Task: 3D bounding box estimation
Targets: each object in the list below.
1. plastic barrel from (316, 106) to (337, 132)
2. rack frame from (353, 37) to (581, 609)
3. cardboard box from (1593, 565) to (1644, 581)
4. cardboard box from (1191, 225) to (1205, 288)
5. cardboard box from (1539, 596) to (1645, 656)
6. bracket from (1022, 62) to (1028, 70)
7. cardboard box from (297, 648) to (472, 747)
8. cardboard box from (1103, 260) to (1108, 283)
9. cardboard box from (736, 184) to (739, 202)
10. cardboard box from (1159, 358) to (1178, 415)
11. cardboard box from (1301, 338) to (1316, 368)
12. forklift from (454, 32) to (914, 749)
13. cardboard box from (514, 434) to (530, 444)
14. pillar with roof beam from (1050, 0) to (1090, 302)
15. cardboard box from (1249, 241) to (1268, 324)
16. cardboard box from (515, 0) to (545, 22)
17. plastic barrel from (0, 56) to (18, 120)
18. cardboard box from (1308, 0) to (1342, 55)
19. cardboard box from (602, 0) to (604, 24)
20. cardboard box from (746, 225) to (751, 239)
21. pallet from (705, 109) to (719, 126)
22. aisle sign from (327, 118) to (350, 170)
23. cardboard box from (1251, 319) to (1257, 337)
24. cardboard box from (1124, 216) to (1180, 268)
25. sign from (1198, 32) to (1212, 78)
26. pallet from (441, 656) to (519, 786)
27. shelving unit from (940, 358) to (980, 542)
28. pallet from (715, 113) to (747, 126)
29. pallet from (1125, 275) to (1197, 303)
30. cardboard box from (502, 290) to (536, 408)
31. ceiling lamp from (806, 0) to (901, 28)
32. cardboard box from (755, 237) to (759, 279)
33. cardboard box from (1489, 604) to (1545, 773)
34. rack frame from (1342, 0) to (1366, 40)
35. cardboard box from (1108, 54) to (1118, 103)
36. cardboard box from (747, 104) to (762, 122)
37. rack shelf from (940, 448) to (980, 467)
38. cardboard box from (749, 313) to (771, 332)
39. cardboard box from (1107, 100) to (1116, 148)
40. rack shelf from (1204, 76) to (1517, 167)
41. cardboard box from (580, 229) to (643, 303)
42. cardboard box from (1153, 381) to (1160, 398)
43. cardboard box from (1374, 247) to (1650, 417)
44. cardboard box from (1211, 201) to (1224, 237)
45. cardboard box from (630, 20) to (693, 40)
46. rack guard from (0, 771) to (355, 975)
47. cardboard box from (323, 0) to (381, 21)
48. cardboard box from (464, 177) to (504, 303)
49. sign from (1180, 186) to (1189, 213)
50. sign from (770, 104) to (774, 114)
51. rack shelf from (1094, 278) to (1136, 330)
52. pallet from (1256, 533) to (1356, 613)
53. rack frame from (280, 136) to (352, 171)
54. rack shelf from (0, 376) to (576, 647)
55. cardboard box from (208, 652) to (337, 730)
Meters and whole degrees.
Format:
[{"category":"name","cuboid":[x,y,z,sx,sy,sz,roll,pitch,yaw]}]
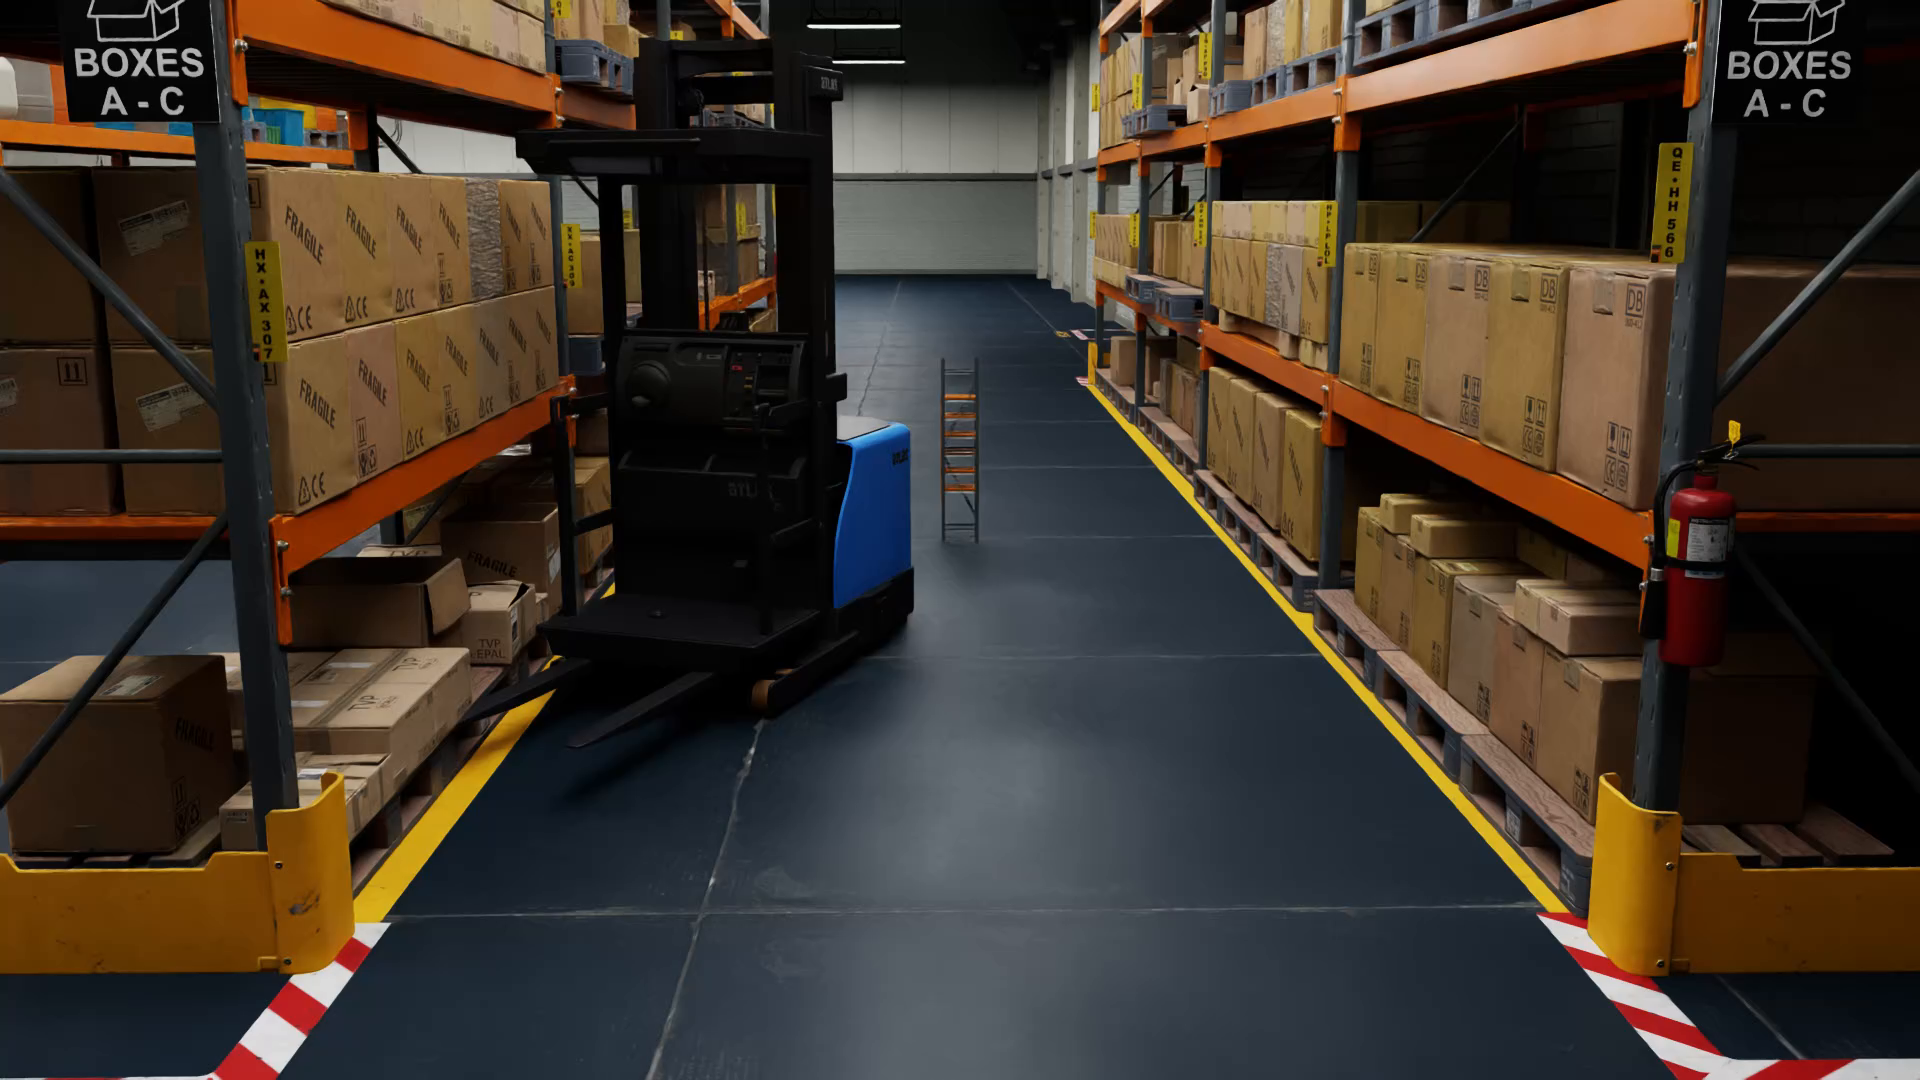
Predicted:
[{"category":"plastic barrel","cuboid":[-7.588,-5.176,19.345,0.600,0.830,0.708,0,11,-1]},{"category":"rack frame","cuboid":[-2.524,-1.019,8.540,1.000,3.000,0.127,0,11,-1]},{"category":"cardboard box","cuboid":[2.583,0.191,6.174,0.380,0.149,0.250,0,11,-1]},{"category":"cardboard box","cuboid":[2.287,-2.305,13.517,0.700,0.500,0.500,-1,12,-7]},{"category":"cardboard box","cuboid":[2.212,0.292,5.673,0.380,0.149,0.250,0,11,-2]},{"category":"bracket","cuboid":[2.027,-14.510,50.895,0.235,0.232,0.430,0,11,-1]},{"category":"cardboard box","cuboid":[-2.190,0.600,6.369,0.500,0.250,0.500,0,11,-1]},{"category":"cardboard box","cuboid":[1.902,-3.060,18.922,0.500,0.250,0.500,0,11,-2]},{"category":"cardboard box","cuboid":[-2.727,-3.583,17.660,0.700,0.500,0.500,0,11,-1]},{"category":"cardboard box","cuboid":[2.295,-1.475,15.966,0.700,0.500,0.500,0,11,1]},{"category":"cardboard box","cuboid":[2.109,-1.043,9.239,0.380,0.149,0.250,0,11,0]},{"category":"forklift","cuboid":[-1.219,-0.756,7.416,1.130,2.935,3.031,4,12,19]},{"category":"cardboard box","cuboid":[-2.846,-0.406,10.697,0.500,0.500,0.500,-1,11,-3]},{"category":"pillar with roof beam","cuboid":[-1.617,-9.791,36.687,9.100,9.000,0.548,0,11,-1]},{"category":"cardboard box","cuboid":[2.129,-1.636,10.531,0.500,0.500,0.500,0,11,0]},{"category":"cardboard box","cuboid":[-2.243,-2.565,7.736,0.500,0.250,0.500,0,11,-1]},{"category":"plastic barrel","cuboid":[-7.259,-3.383,12.364,0.421,0.512,0.421,0,11,0]},{"category":"cardboard box","cuboid":[2.444,-3.061,9.701,0.700,0.500,0.500,0,11,-2]},{"category":"cardboard box","cuboid":[-2.583,-3.534,10.625,0.500,0.500,0.500,0,11,-1]},{"category":"cardboard box","cuboid":[-2.546,-3.439,18.584,0.380,0.149,0.250,0,11,0]},{"category":"pallet","cuboid":[-2.658,-3.811,15.235,0.805,0.209,1.217,-1,11,-3]},{"category":"aisle sign","cuboid":[-7.429,-4.675,20.019,0.394,0.787,0.004,0,11,-1]},{"category":"cardboard box","cuboid":[2.181,-1.452,11.252,0.380,0.149,0.250,0,11,0]},{"category":"cardboard box","cuboid":[1.944,-3.027,16.878,0.500,0.500,0.500,0,11,-1]},{"category":"sign","cuboid":[1.803,-3.557,12.205,0.100,0.325,0.005,0,11,-1]},{"category":"pallet","cuboid":[-2.483,0.727,6.946,1.003,0.211,1.213,0,11,-1]},{"category":"shelving unit","cuboid":[0.000,-0.591,10.954,0.258,1.200,0.189,0,11,-1]},{"category":"pallet","cuboid":[-2.733,-4.206,16.924,1.003,0.211,1.213,0,11,-1]},{"category":"pallet","cuboid":[2.133,-2.384,15.750,1.003,0.211,1.213,0,11,-1]},{"category":"cardboard box","cuboid":[-2.245,-0.868,7.540,0.500,0.500,0.500,0,11,0]},{"category":"ceiling lamp","cuboid":[-2.252,-12.455,35.139,2.000,3.185,0.800,0,11,-1]},{"category":"cardboard box","cuboid":[-2.775,-3.361,19.830,0.700,0.500,0.500,0,11,-1]},{"category":"cardboard box","cuboid":[2.386,0.536,6.105,0.700,0.500,0.500,0,11,-1]},{"category":"rack frame","cuboid":[2.428,-3.981,8.047,1.000,3.000,0.127,0,11,-1]},{"category":"cardboard box","cuboid":[1.927,-5.166,18.615,0.500,0.500,0.500,0,11,0]},{"category":"cardboard box","cuboid":[-2.473,-4.767,18.285,0.500,0.311,0.500,1,12,6]},{"category":"rack shelf","cuboid":[0.000,-0.547,10.963,0.258,0.103,0.180,0,11,-1]},{"category":"cardboard box","cuboid":[-2.428,-2.327,18.956,0.500,0.500,0.500,0,11,-1]},{"category":"cardboard box","cuboid":[1.927,-4.677,18.723,0.500,0.500,0.500,0,11,1]},{"category":"rack shelf","cuboid":[2.387,-2.556,10.377,1.077,0.370,4.000,0,11,-1]},{"category":"cardboard box","cuboid":[-2.481,-1.945,11.793,0.700,0.500,0.500,-4,12,-20]},{"category":"cardboard box","cuboid":[2.222,-1.564,17.244,0.380,0.166,0.250,-2,12,-9]},{"category":"cardboard box","cuboid":[2.433,-0.935,7.367,0.980,0.700,0.700,-1,11,-3]},{"category":"cardboard box","cuboid":[2.098,-2.311,11.969,0.500,0.250,0.500,0,11,0]},{"category":"cardboard box","cuboid":[-2.681,-4.344,14.816,0.500,0.500,0.500,1,12,4]},{"category":"rack guard","cuboid":[-2.443,0.986,4.944,1.175,0.500,0.348,0,11,-1]},{"category":"cardboard box","cuboid":[-2.196,-1.824,5.336,0.500,0.250,0.500,0,11,-1]},{"category":"cardboard box","cuboid":[-2.232,-1.257,6.945,0.500,0.500,0.500,0,11,-1]},{"category":"sign","cuboid":[2.736,-4.147,20.247,0.100,0.325,0.005,0,11,-1]},{"category":"sign","cuboid":[-2.230,-5.270,19.917,0.100,0.325,0.005,0,11,-1]},{"category":"rack shelf","cuboid":[2.222,-2.676,18.514,1.077,0.370,4.000,0,11,-1]},{"category":"pallet","cuboid":[2.337,0.173,9.676,1.003,0.211,1.213,0,11,-1]},{"category":"rack frame","cuboid":[-7.725,-3.385,20.201,1.000,3.000,0.127,0,11,-1]},{"category":"rack shelf","cuboid":[-2.483,-0.269,6.652,1.077,0.370,4.000,0,11,-1]},{"category":"cardboard box","cuboid":[-2.689,0.612,6.309,0.500,0.250,0.500,0,11,-1]}]
